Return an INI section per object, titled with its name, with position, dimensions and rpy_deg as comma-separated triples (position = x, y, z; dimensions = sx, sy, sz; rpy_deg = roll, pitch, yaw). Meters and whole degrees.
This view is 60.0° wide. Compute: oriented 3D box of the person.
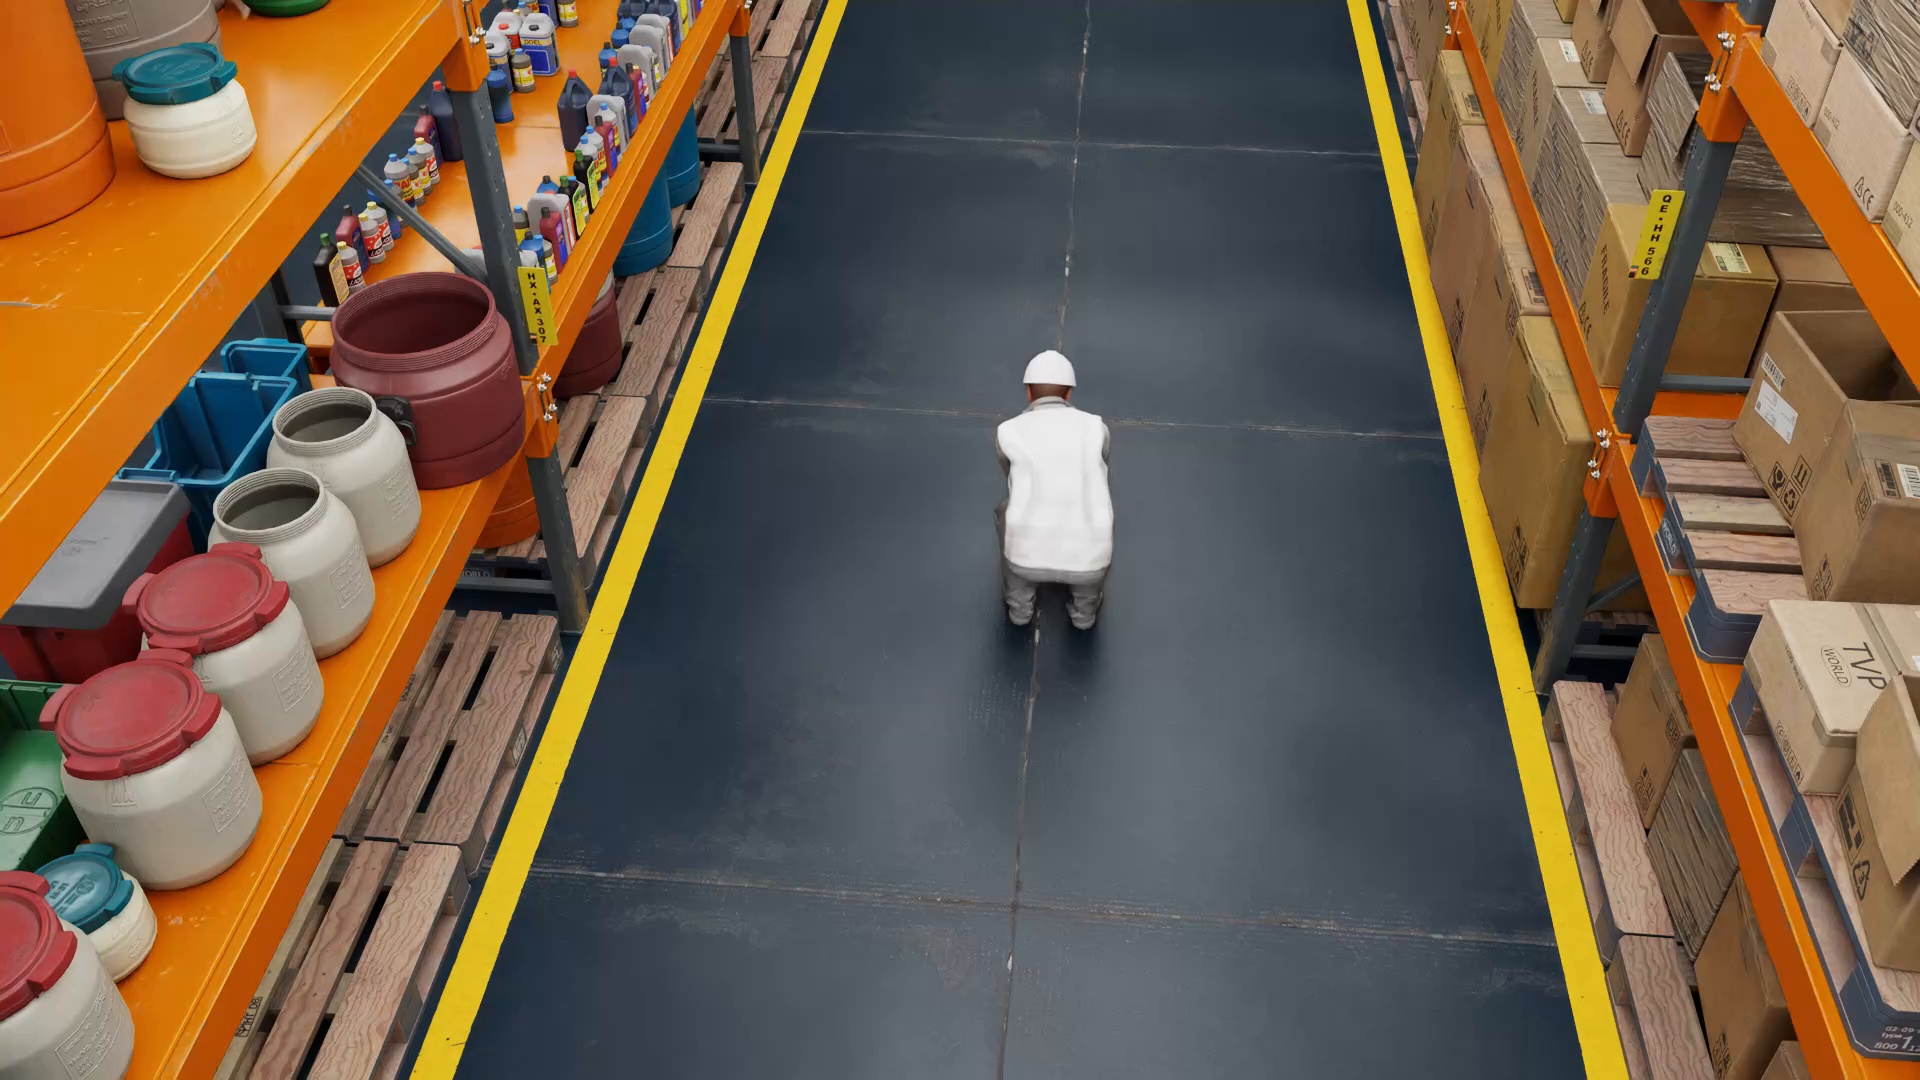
[person]
position = 0.401, -0.191, 6.972
dimensions = 0.523, 1.011, 0.883
rpy_deg = 3, 40, 3
